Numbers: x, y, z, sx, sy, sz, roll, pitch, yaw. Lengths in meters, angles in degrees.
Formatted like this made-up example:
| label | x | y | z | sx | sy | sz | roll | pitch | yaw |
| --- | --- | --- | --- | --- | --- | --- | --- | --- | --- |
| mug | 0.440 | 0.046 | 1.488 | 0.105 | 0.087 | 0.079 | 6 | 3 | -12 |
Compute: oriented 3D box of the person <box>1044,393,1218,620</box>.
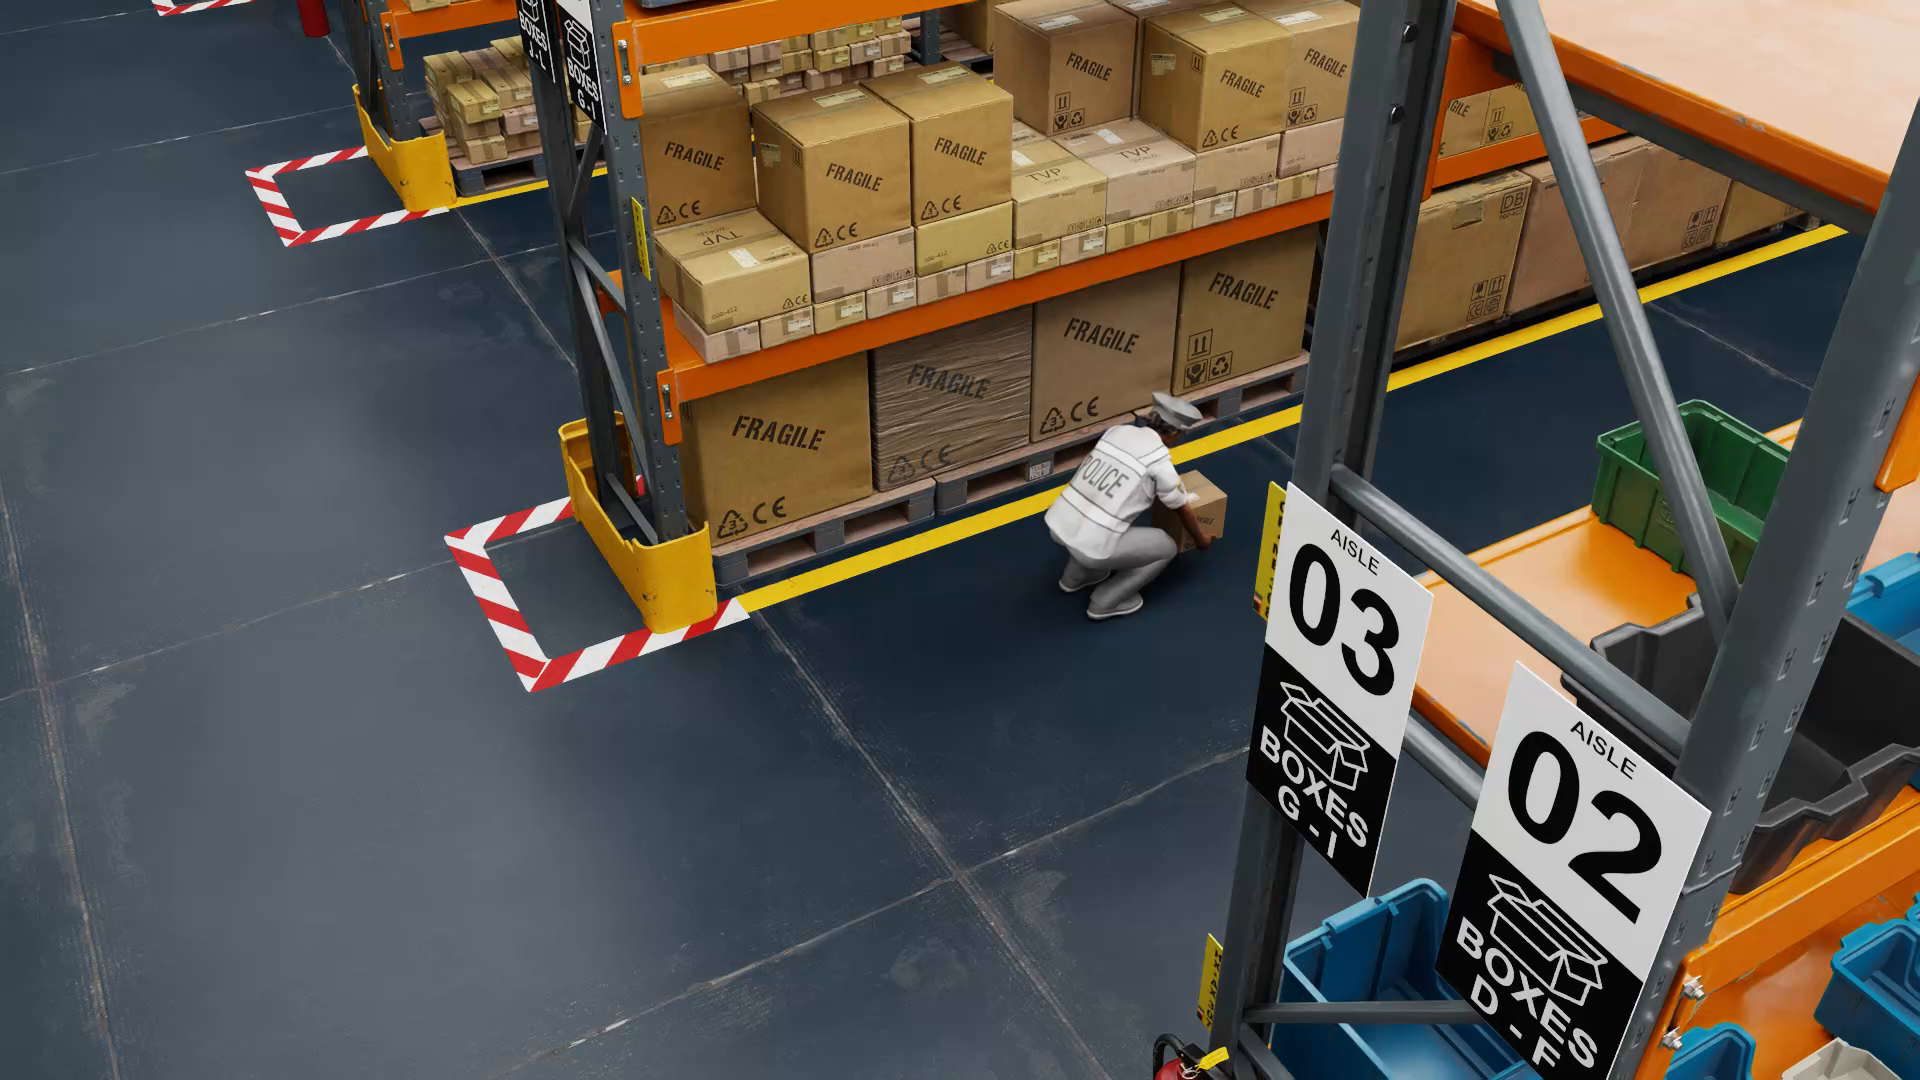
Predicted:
| label | x | y | z | sx | sy | sz | roll | pitch | yaw |
| --- | --- | --- | --- | --- | --- | --- | --- | --- | --- |
| person | 0.793 | -0.163 | 7.725 | 0.857 | 0.978 | 0.463 | -20 | 41 | -25 |
